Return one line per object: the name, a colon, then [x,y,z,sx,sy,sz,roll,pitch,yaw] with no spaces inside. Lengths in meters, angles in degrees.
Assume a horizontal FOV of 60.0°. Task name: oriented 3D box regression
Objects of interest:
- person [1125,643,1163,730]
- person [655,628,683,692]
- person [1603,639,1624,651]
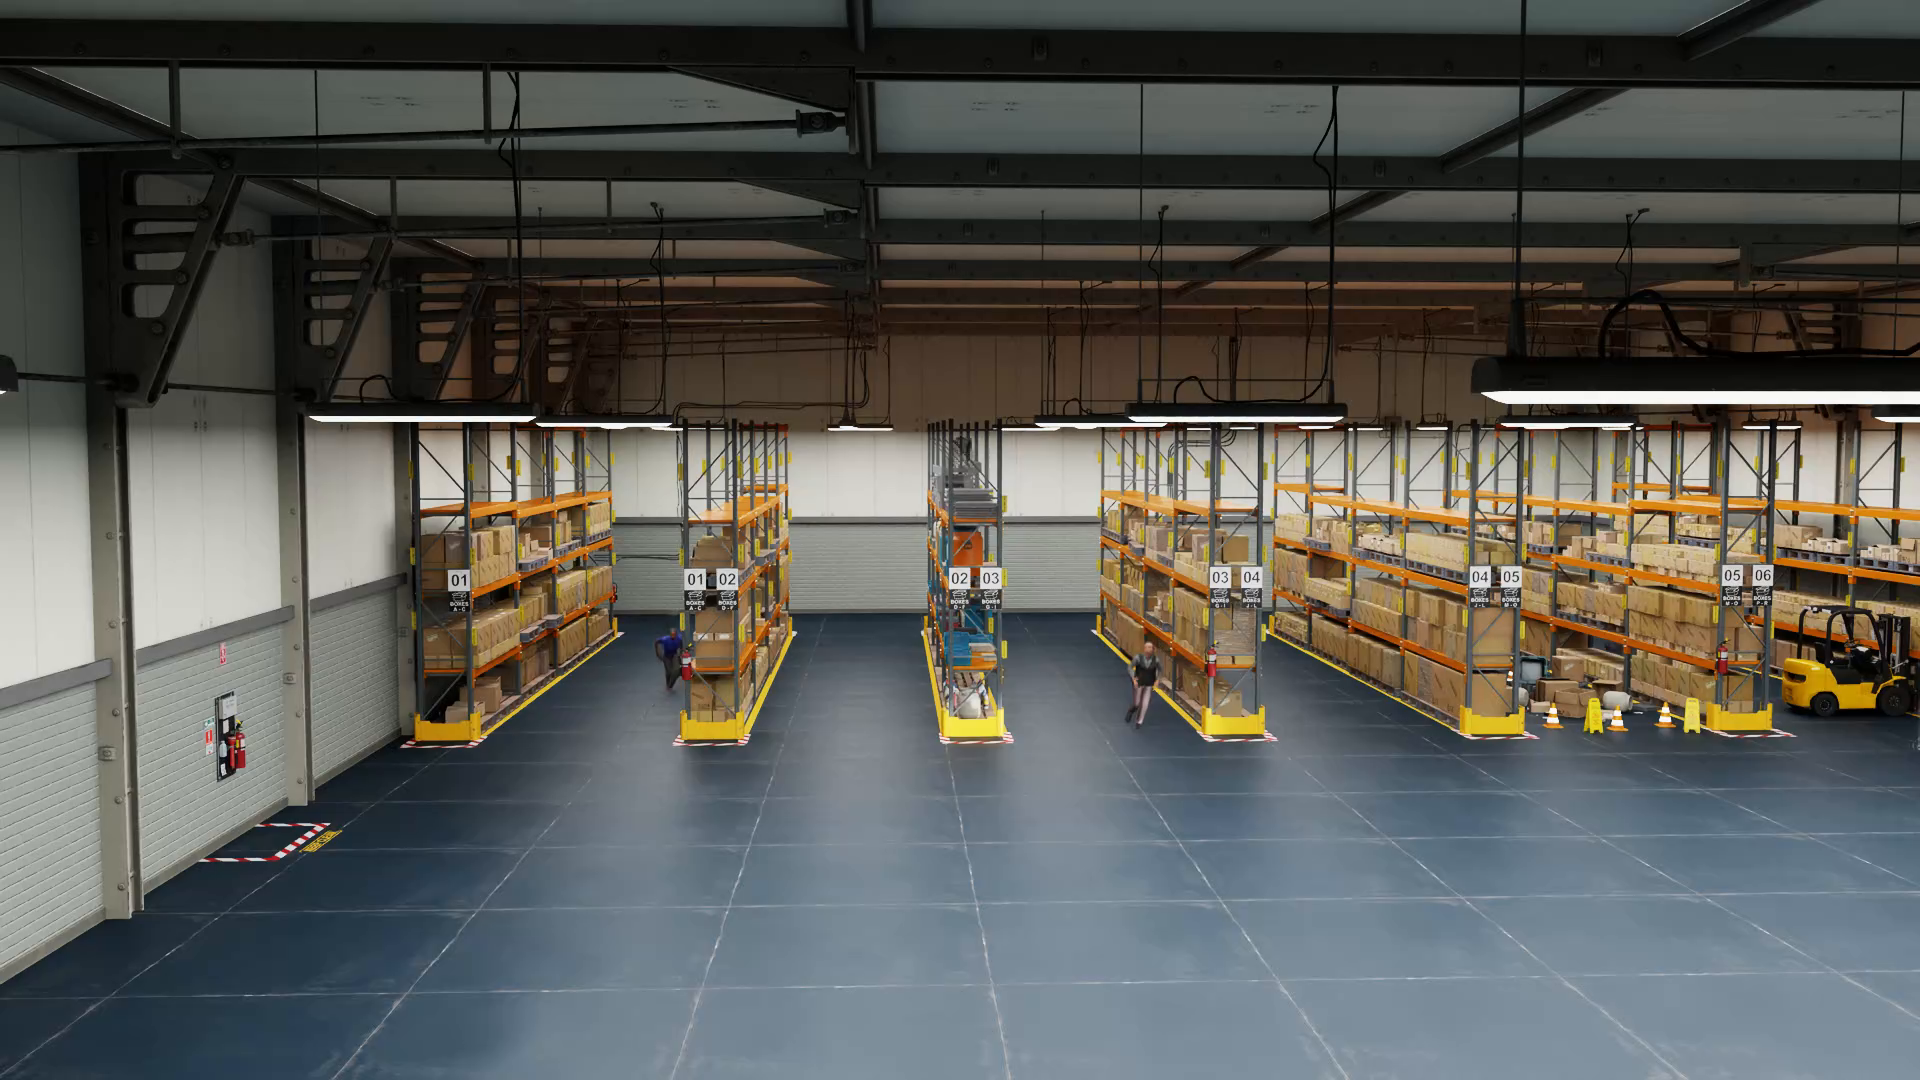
person: [3.607,2.826,32.427,0.702,1.680,0.628,-1,4,-8]
person: [-6.393,2.651,36.572,0.596,1.480,0.782,-1,4,-21]
person: [17.152,2.124,43.569,0.549,1.699,0.793,-1,4,-14]
